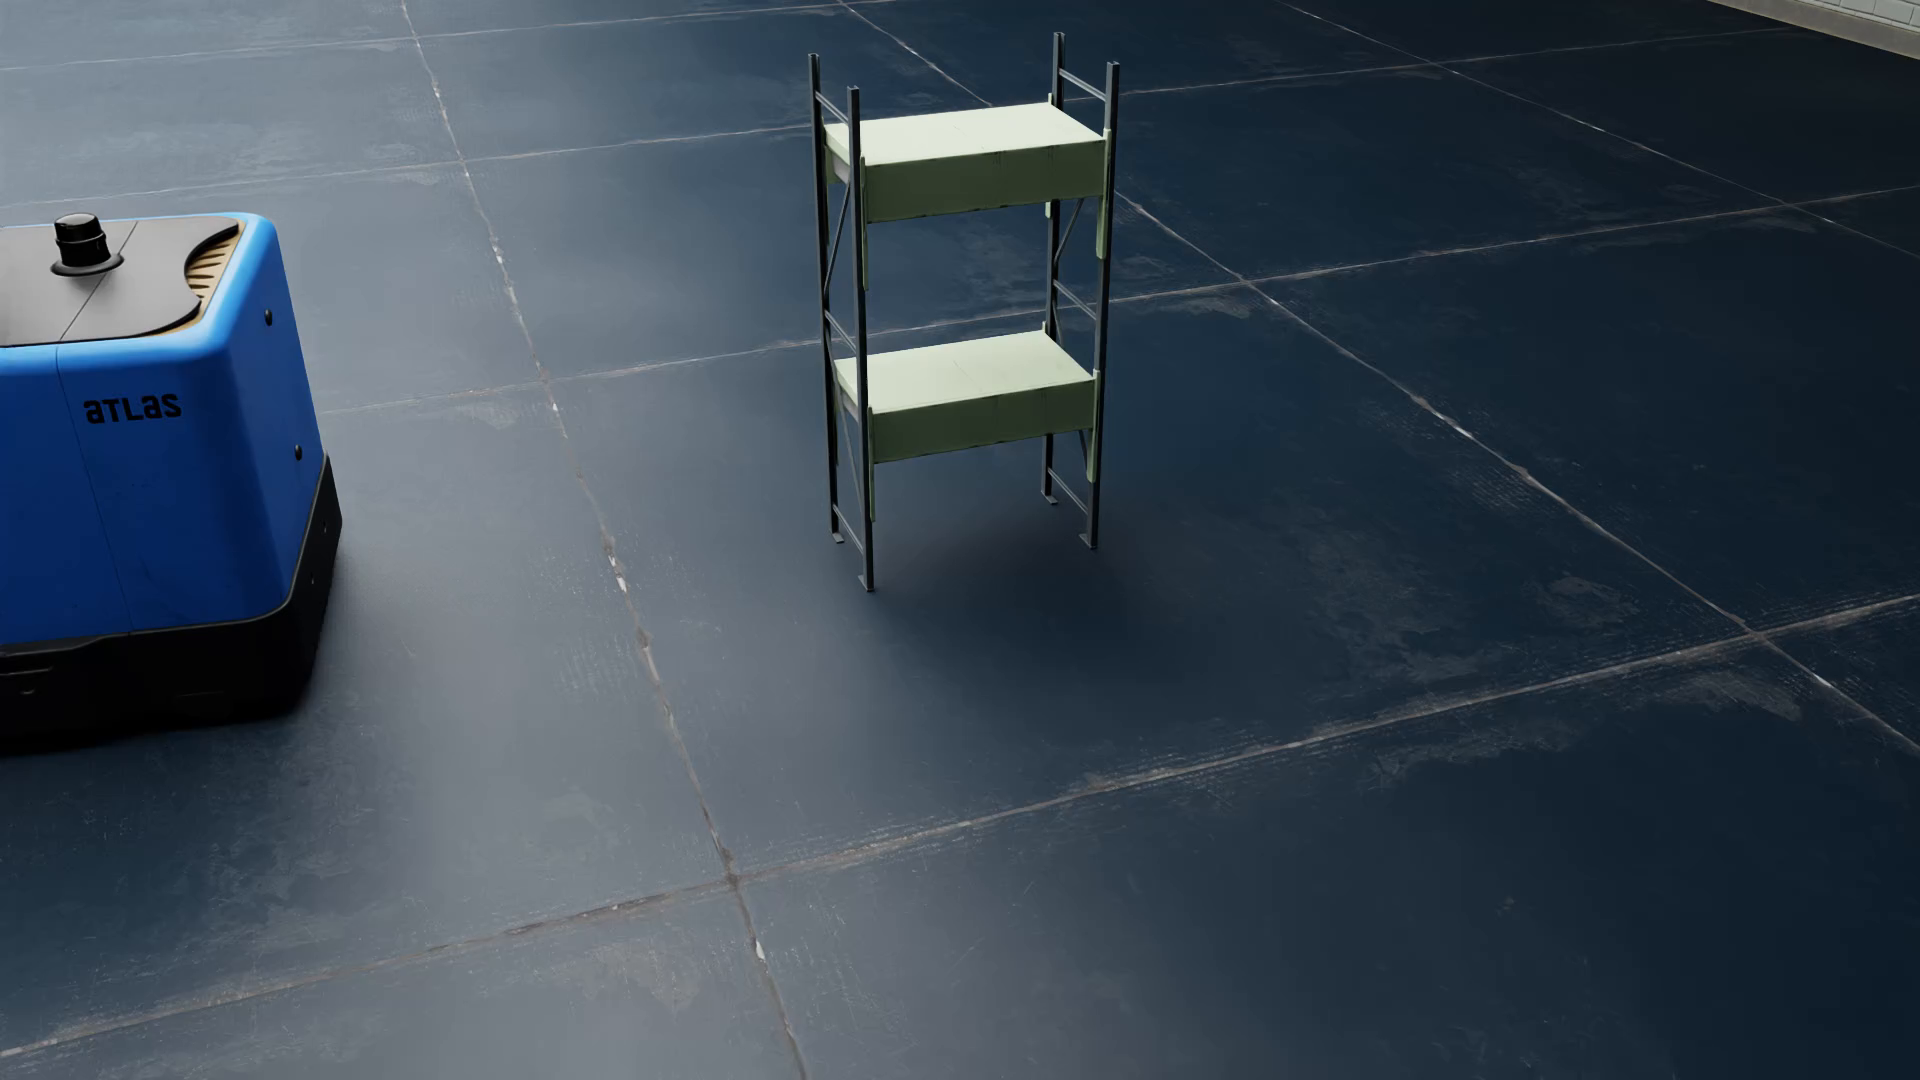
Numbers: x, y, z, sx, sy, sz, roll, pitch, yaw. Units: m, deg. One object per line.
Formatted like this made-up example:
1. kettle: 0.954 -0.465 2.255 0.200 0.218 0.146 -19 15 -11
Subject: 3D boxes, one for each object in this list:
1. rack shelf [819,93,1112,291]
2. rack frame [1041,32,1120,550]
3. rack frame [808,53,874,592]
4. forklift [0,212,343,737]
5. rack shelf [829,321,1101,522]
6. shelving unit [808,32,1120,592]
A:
1. rack shelf: 0.006 -0.992 4.688 0.720 0.370 0.431 -10 31 -18
2. rack frame: 0.349 -0.716 4.992 0.023 1.500 0.400 -10 31 -18
3. rack frame: -0.337 -0.590 4.770 0.023 1.500 0.400 -10 31 -18
4. forklift: -3.321 -0.900 3.869 3.031 2.935 1.130 -6 30 -11
5. rack shelf: 0.006 -0.370 5.042 0.720 0.370 0.431 -10 31 -18
6. shelving unit: 0.006 -0.653 4.881 0.755 1.500 0.431 -10 31 -18
